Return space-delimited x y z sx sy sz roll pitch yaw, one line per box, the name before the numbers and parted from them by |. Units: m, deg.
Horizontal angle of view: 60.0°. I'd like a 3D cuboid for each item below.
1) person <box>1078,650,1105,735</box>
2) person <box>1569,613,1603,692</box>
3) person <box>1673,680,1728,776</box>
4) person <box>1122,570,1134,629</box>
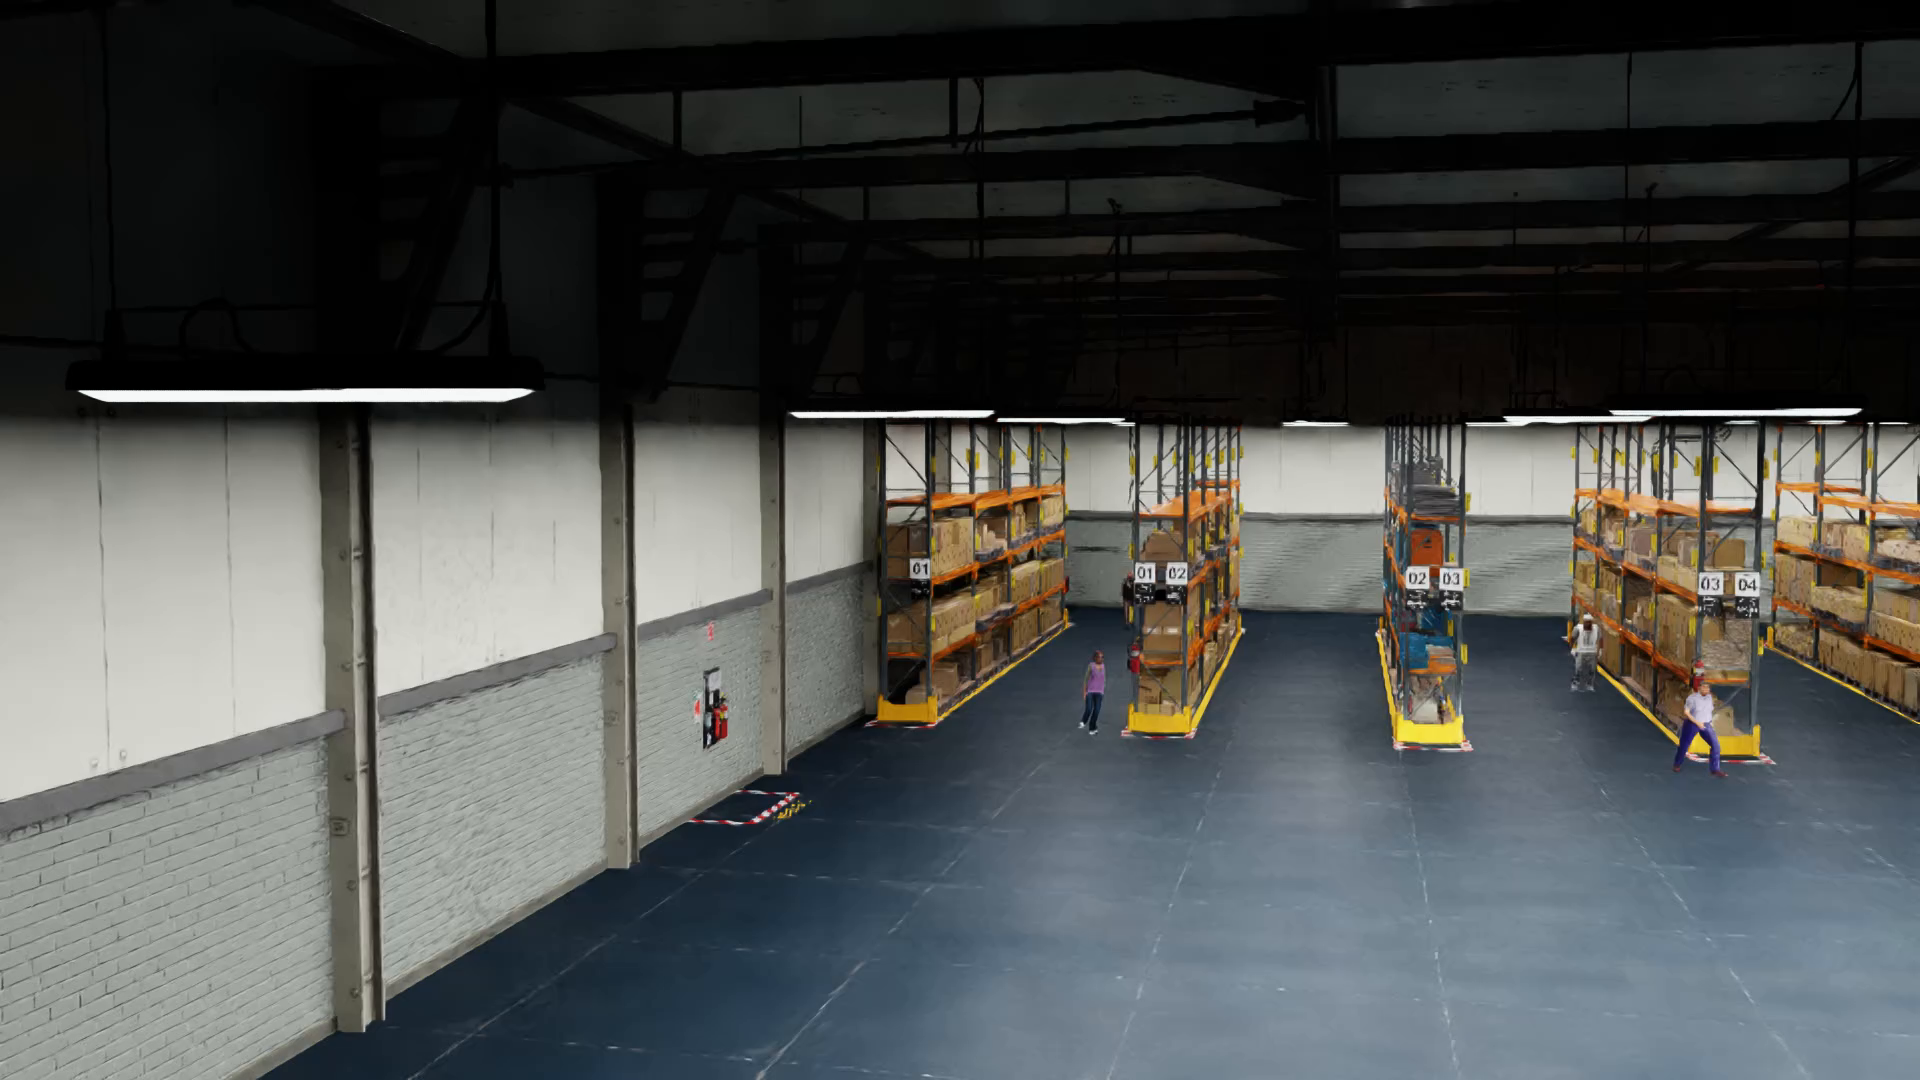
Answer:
person | 2.466 2.843 31.002 0.476 1.577 0.494 -2 4 -24
person | 13.540 2.432 35.961 0.702 1.735 0.549 1 4 12
person | 12.197 3.068 27.440 0.655 1.578 0.823 0 4 -5
person | 4.889 1.680 47.451 0.553 1.673 1.030 1 4 12
